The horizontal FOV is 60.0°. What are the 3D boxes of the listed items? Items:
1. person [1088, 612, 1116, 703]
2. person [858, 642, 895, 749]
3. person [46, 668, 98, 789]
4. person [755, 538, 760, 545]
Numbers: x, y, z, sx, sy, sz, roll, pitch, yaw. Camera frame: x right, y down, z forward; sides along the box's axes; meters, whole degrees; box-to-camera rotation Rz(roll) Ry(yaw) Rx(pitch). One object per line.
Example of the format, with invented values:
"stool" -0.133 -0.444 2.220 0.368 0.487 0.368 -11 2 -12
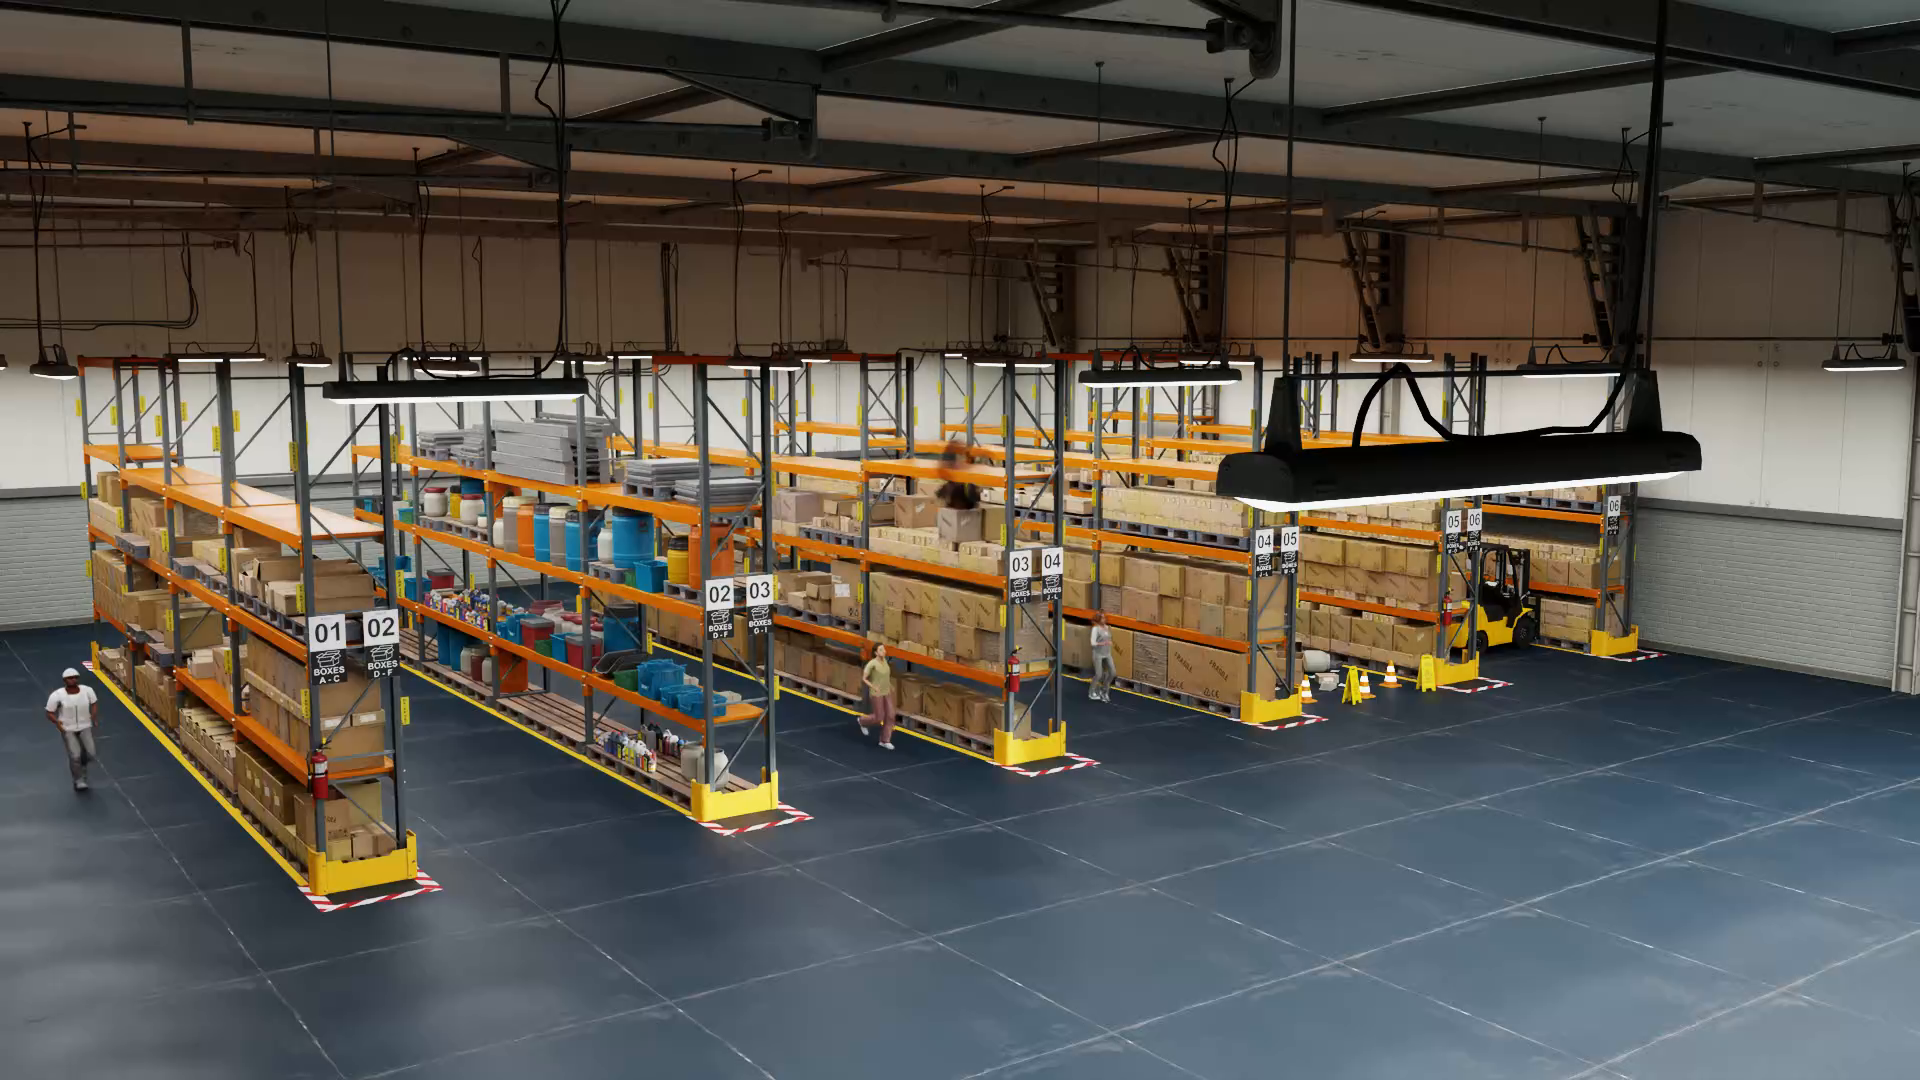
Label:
"person" 2.479 2.043 28.886 0.517 1.608 0.639 -5 9 -37
"person" -1.279 2.403 25.886 0.755 1.637 0.581 7 10 45
"person" -12.440 2.646 23.379 0.679 1.721 0.576 -6 9 -42
"person" -4.806 0.787 38.710 0.712 1.753 0.810 -4 8 -31
